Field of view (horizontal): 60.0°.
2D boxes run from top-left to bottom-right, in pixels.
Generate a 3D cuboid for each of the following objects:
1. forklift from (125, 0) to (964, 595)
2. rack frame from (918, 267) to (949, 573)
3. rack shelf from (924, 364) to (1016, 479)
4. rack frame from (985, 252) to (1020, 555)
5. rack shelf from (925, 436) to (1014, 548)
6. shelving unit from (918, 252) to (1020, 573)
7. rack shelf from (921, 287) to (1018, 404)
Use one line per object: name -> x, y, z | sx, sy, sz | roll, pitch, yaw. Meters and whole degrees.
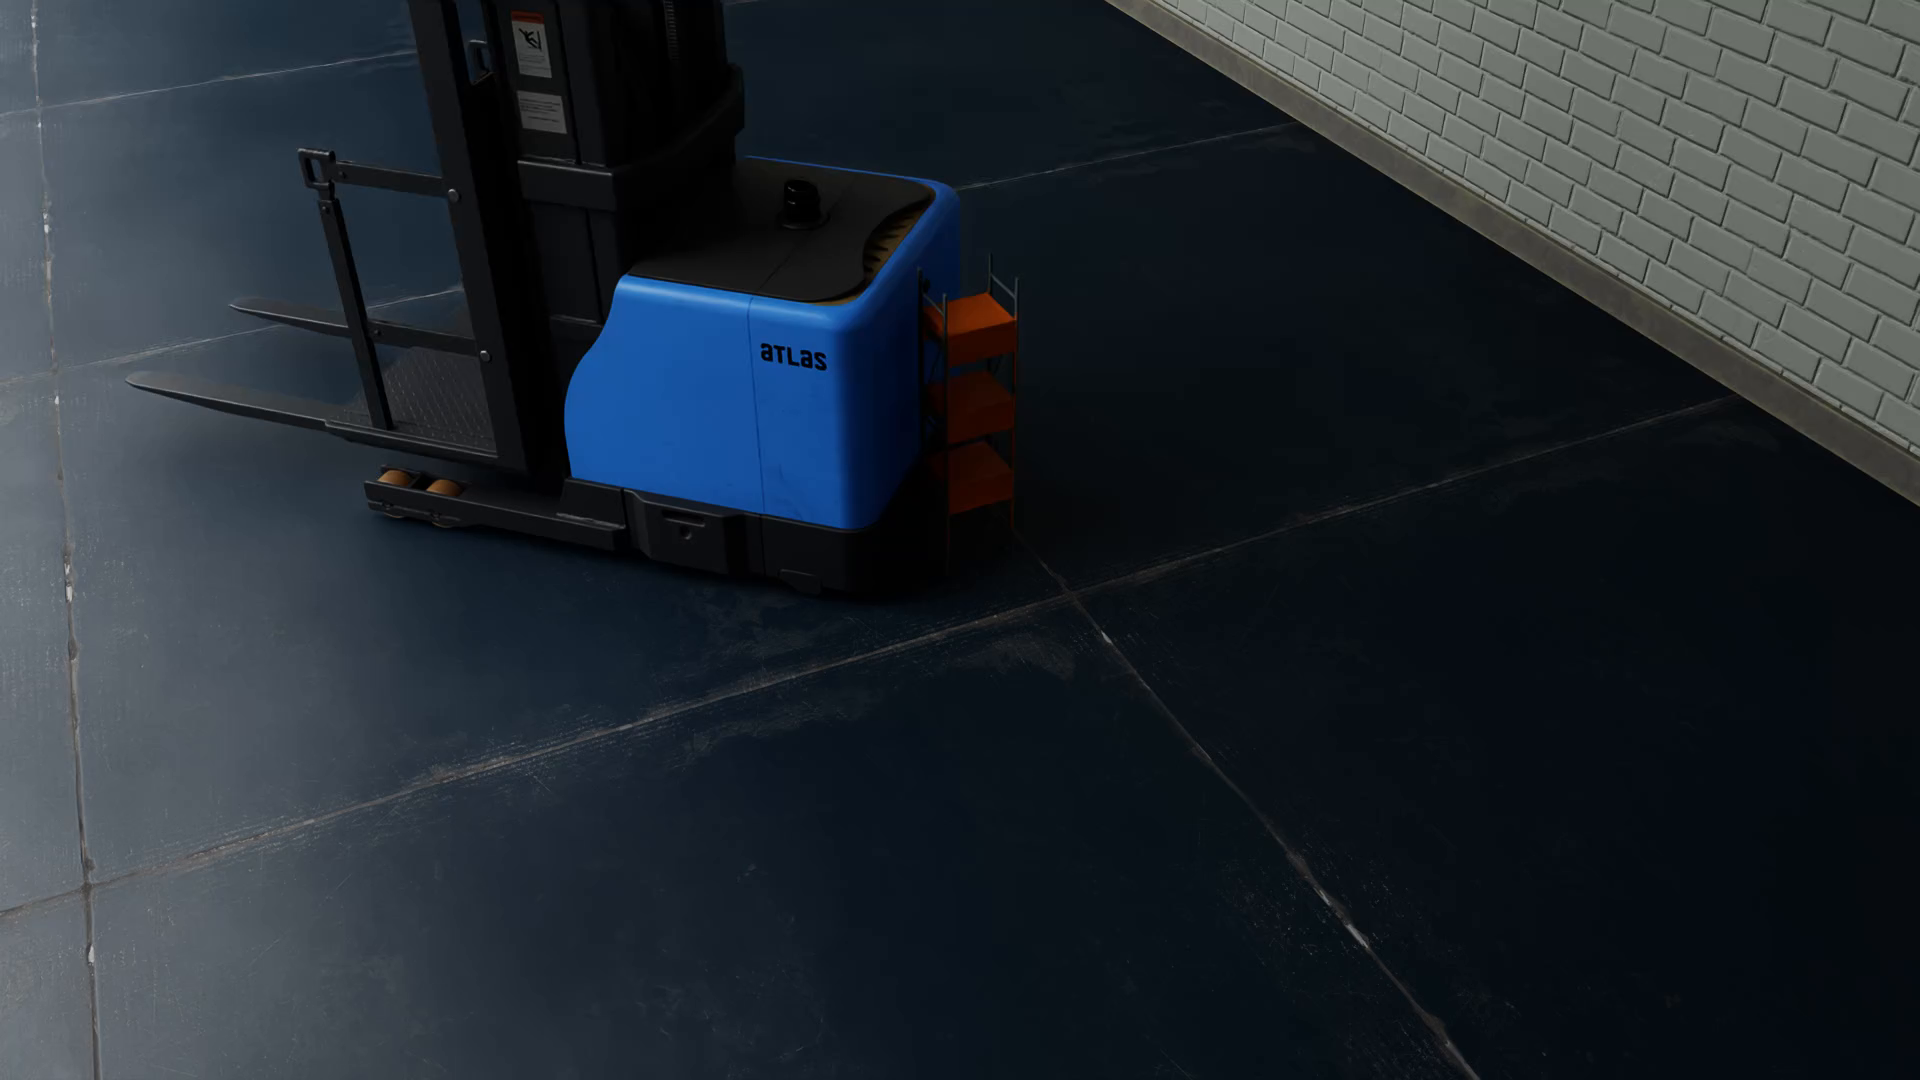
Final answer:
forklift -> -1.561, -1.506, 5.320 | 3.031, 2.935, 1.130 | 11, 38, 14
rack frame -> -0.084, -0.363, 5.359 | 0.008, 1.050, 0.200 | -16, 39, -20
rack shelf -> 0.026, -0.386, 5.407 | 0.240, 0.259, 0.215 | -16, 39, -20
rack frame -> 0.136, -0.426, 5.443 | 0.008, 1.050, 0.200 | -16, 39, -20
rack shelf -> 0.026, -0.163, 5.573 | 0.240, 0.259, 0.215 | -16, 39, -20
shelving unit -> 0.026, -0.395, 5.401 | 0.252, 1.050, 0.215 | -16, 39, -20
rack shelf -> 0.026, -0.614, 5.238 | 0.240, 0.259, 0.215 | -16, 39, -20
